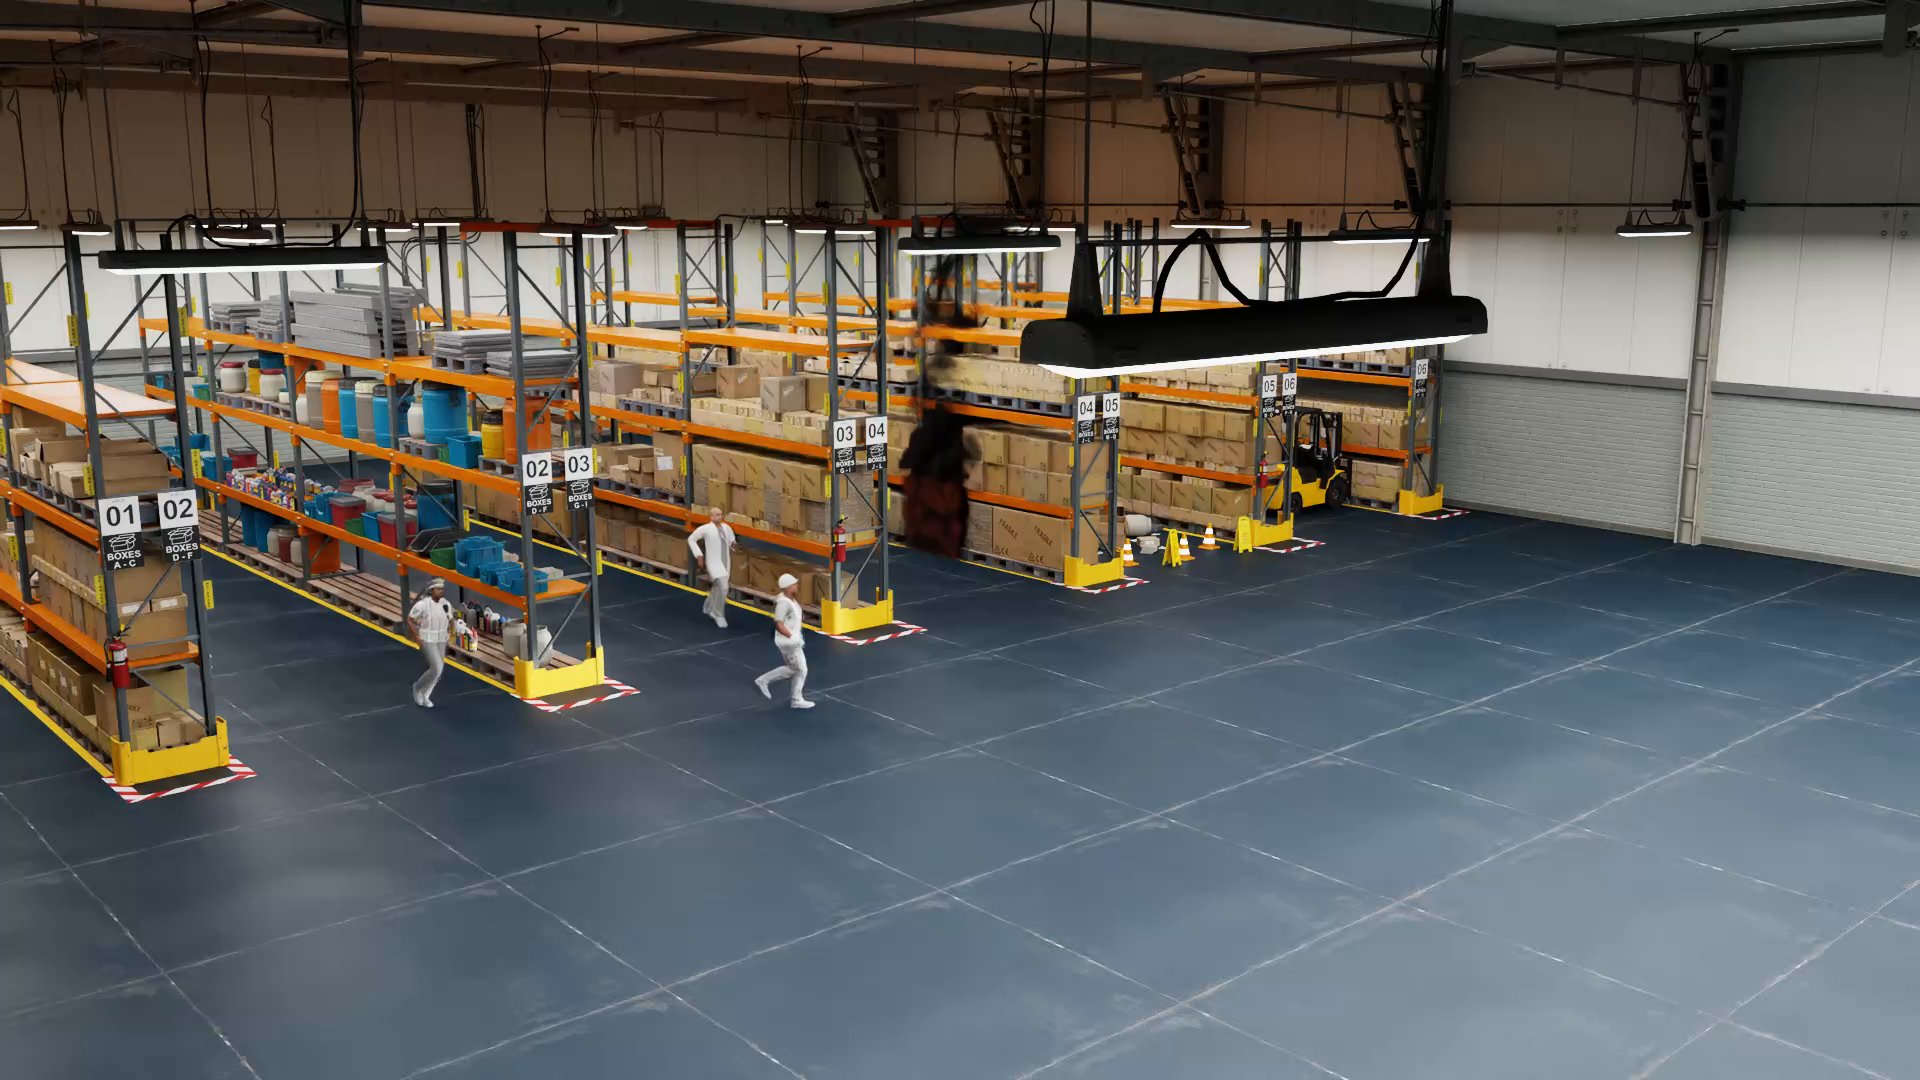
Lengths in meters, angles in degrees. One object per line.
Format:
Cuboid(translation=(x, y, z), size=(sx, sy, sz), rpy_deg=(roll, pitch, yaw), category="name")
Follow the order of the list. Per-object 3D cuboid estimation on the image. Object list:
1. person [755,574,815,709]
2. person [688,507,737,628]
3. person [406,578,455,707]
Cuboid(translation=(-2.238, 1.286, 21.102), size=(0.754, 1.749, 0.694), rpy_deg=(-1, 11, -6), category="person")
Cuboid(translation=(-3.698, 0.415, 25.359), size=(0.829, 1.846, 0.675), rpy_deg=(9, 14, 36), category="person")
Cuboid(translation=(-6.700, 1.312, 21.267), size=(0.521, 1.636, 0.604), rpy_deg=(9, 14, 36), category="person")
